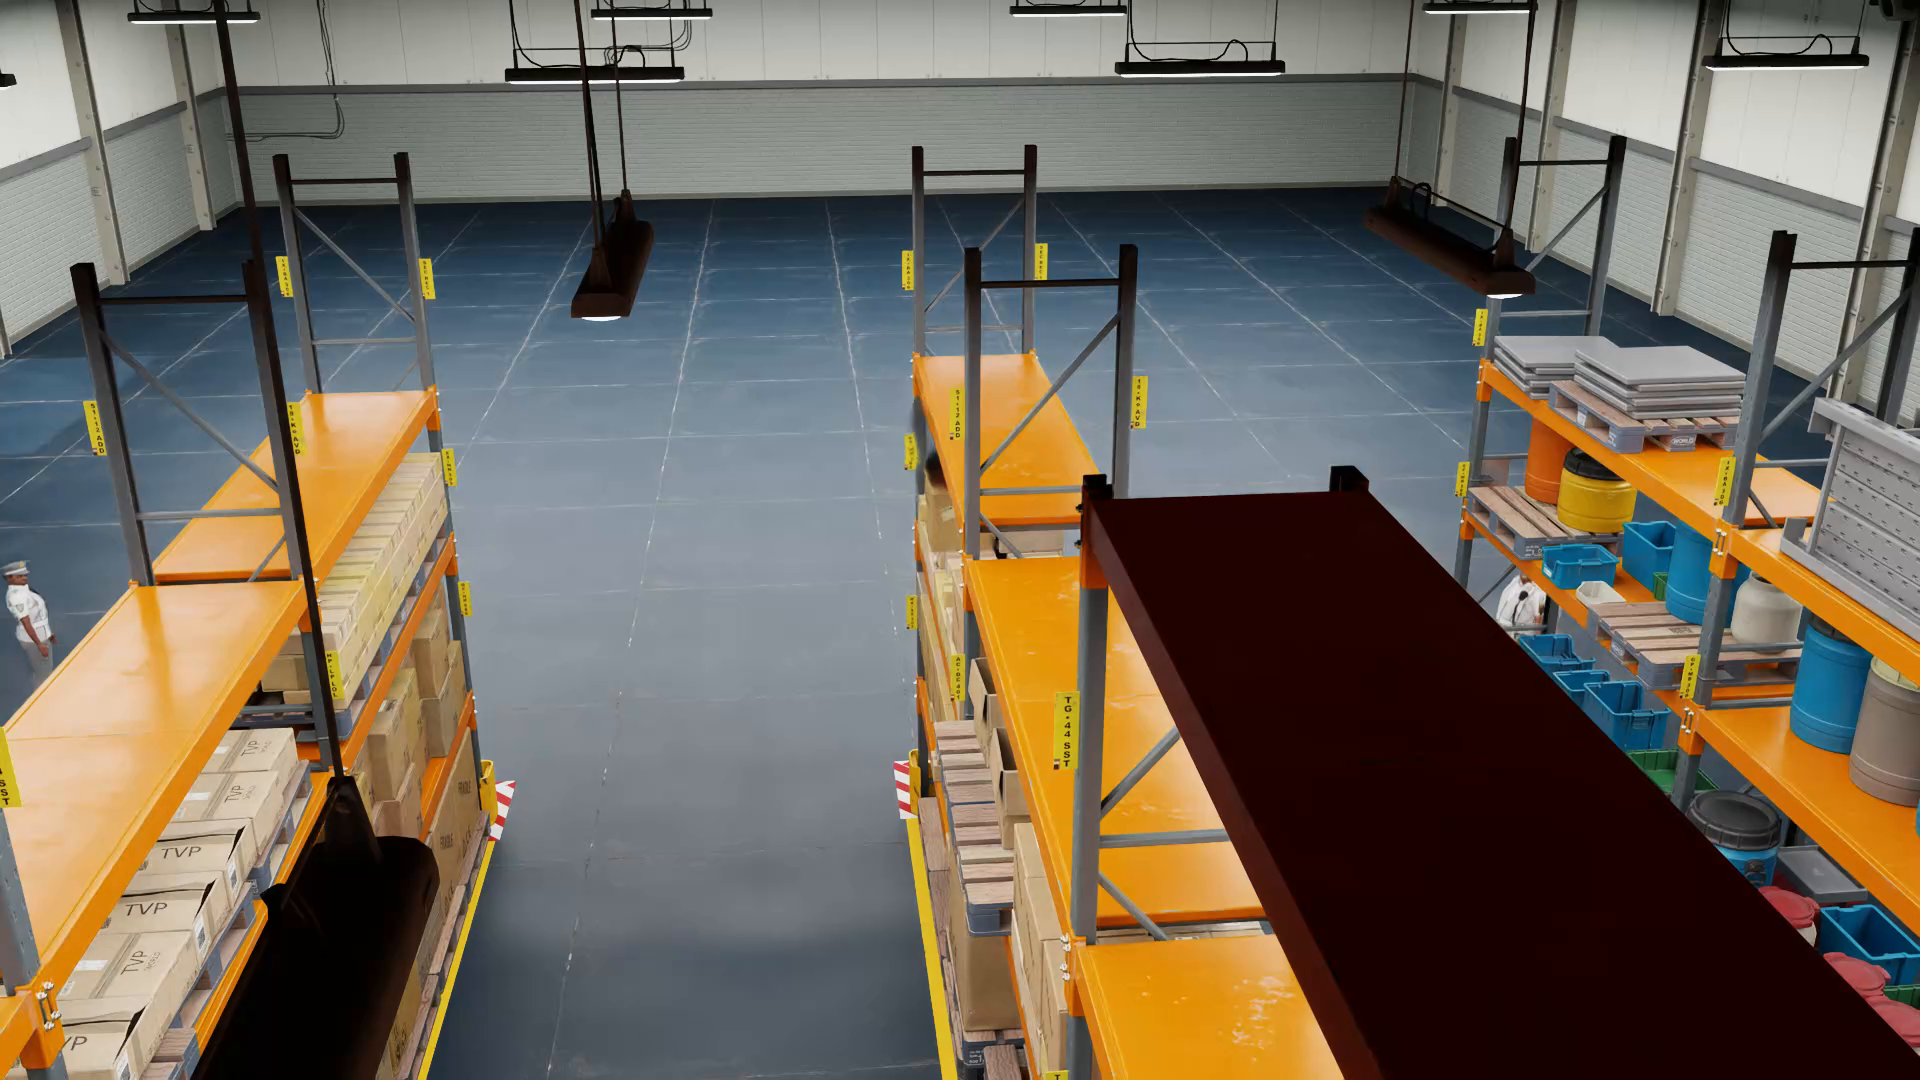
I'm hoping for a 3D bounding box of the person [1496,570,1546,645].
[{"bbox_3d":[5.590,0.968,16.787,0.505,1.775,0.556,2,22,4],"label":"person"}]

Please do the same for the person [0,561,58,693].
[{"bbox_3d":[-9.323,1.019,16.808,0.398,1.687,0.579,-15,26,-33],"label":"person"}]
